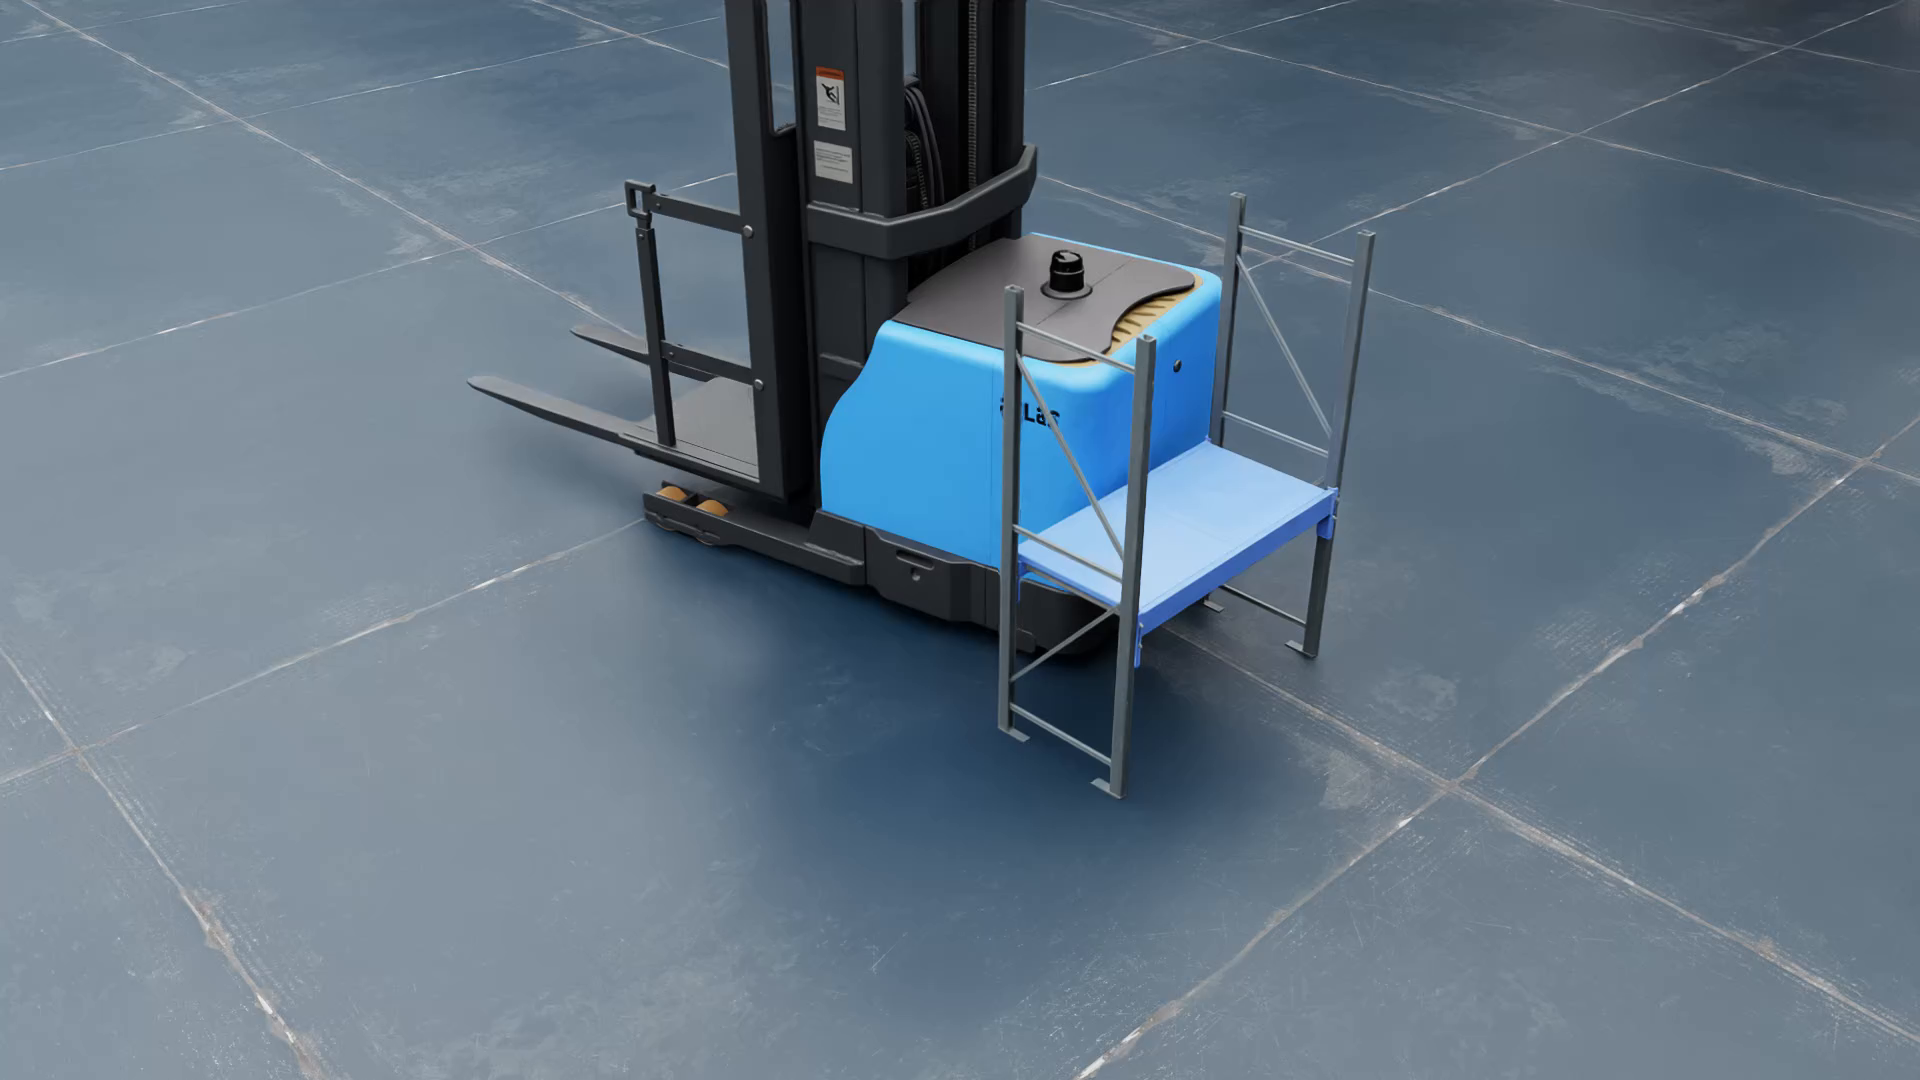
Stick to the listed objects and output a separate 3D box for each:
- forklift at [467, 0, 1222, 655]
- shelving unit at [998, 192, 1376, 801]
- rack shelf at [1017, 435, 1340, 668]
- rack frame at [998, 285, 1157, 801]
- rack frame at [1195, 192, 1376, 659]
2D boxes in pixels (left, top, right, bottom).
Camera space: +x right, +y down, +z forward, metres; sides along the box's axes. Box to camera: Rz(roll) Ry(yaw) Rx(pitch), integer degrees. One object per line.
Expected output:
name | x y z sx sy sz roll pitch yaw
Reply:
forklift | -0.593 -1.443 5.800 3.031 2.935 1.130 18 36 27
shelving unit | 0.664 -0.146 5.052 0.538 1.500 1.048 27 40 36
rack shelf | 0.664 0.007 5.145 0.538 0.185 1.000 27 40 36
rack frame | 0.310 0.044 4.741 0.500 1.500 0.032 27 40 36
rack frame | 1.018 -0.337 5.363 0.500 1.500 0.032 27 40 36
